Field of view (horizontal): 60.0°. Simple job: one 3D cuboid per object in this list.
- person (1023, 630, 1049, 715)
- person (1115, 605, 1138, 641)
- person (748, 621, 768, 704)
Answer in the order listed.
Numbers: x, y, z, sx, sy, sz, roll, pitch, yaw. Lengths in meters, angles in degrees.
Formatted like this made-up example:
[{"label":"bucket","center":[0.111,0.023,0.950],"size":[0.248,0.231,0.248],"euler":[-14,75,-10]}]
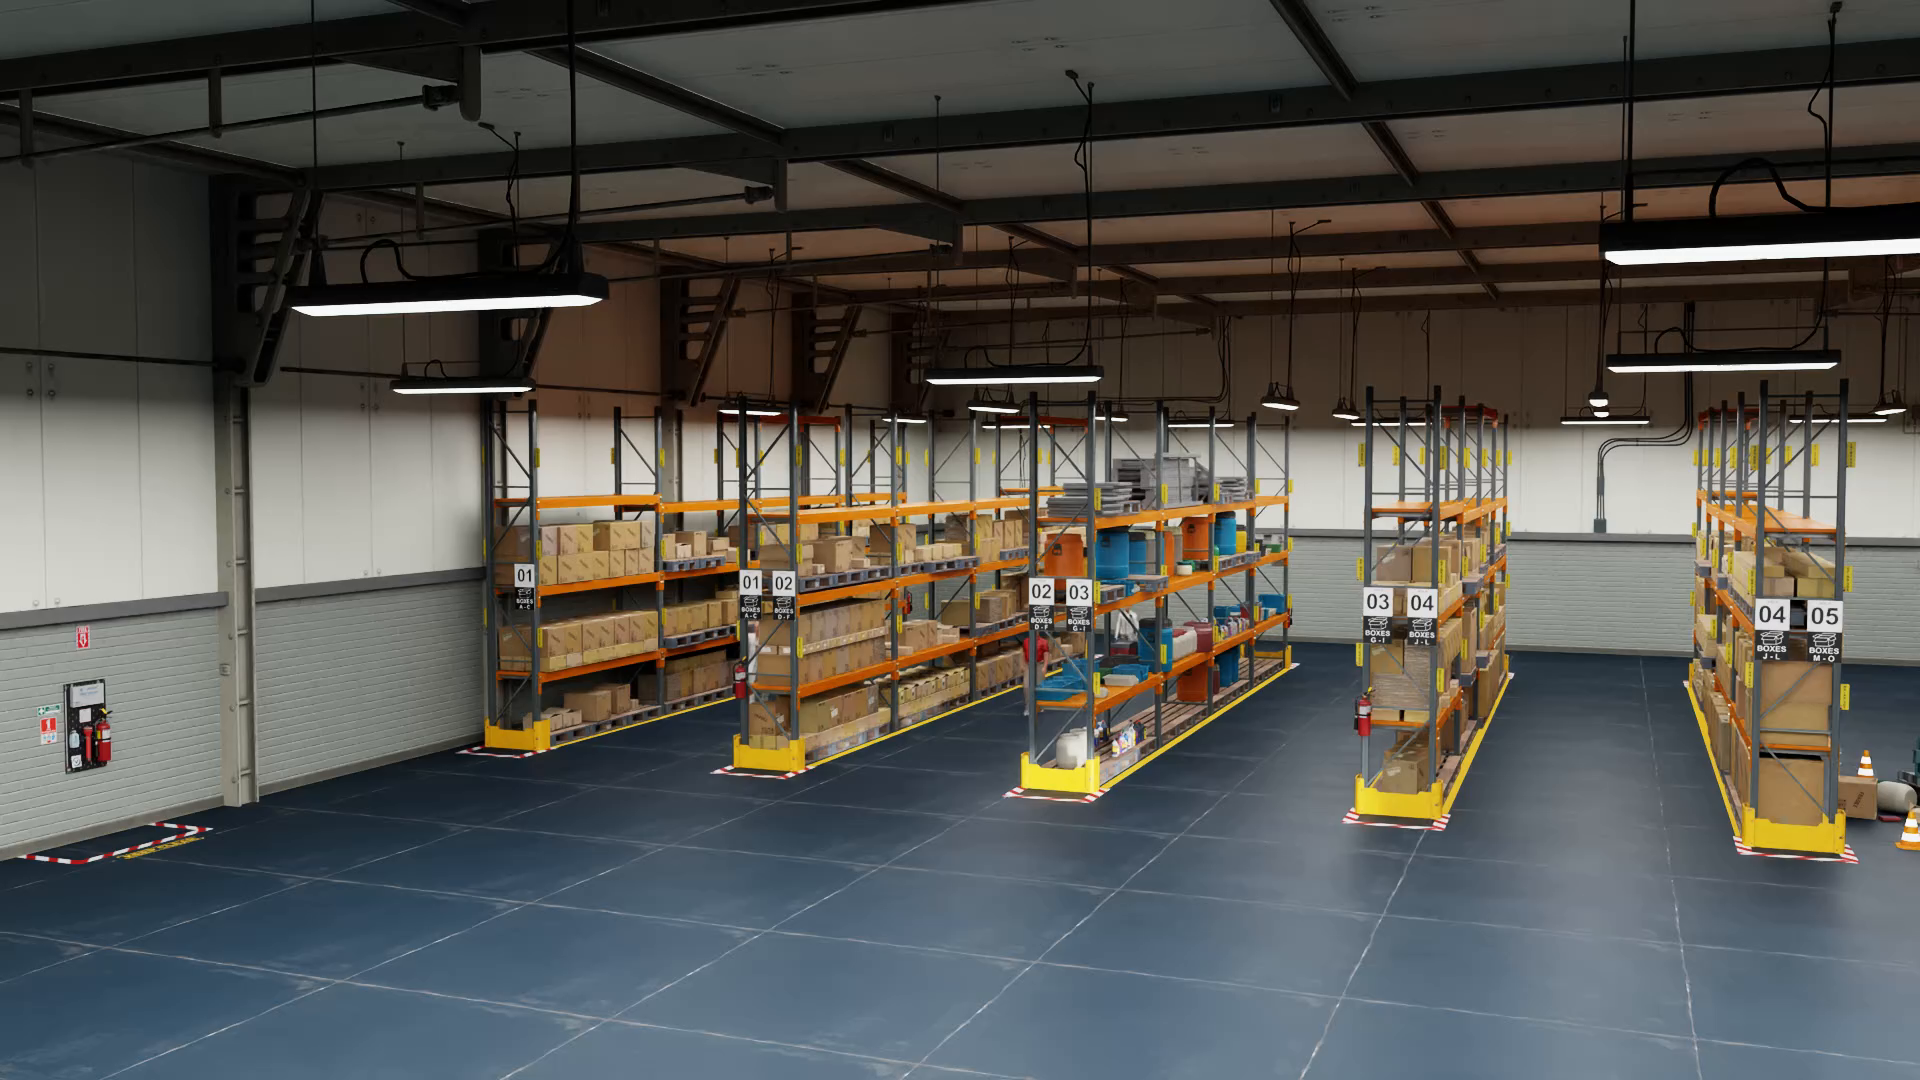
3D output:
[{"label":"person","center":[1.464,2.559,32.532],"size":[0.585,1.791,0.553],"euler":[1,3,23]},{"label":"person","center":[3.975,2.221,39.438],"size":[0.513,1.625,1.049],"euler":[1,3,21]},{"label":"person","center":[-4.006,2.495,33.042],"size":[0.668,1.764,1.106],"euler":[0,3,-5]}]
